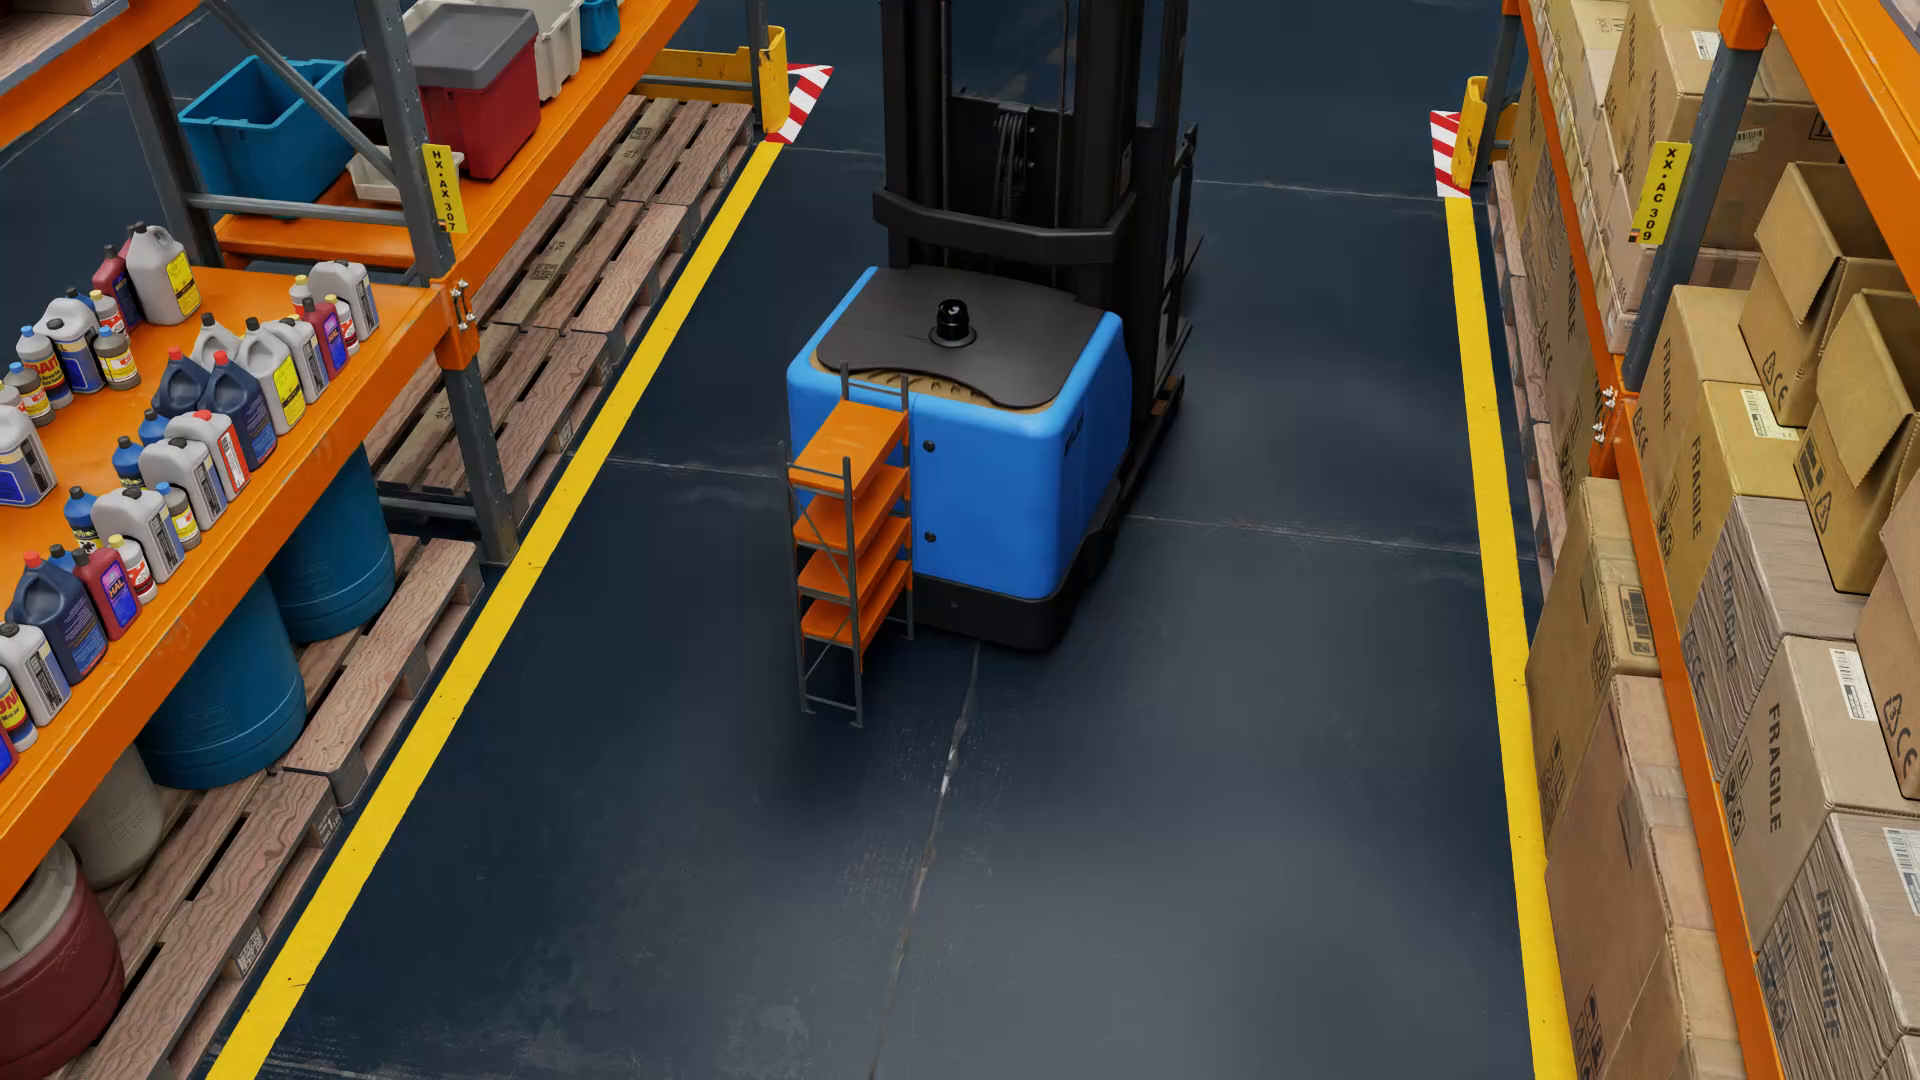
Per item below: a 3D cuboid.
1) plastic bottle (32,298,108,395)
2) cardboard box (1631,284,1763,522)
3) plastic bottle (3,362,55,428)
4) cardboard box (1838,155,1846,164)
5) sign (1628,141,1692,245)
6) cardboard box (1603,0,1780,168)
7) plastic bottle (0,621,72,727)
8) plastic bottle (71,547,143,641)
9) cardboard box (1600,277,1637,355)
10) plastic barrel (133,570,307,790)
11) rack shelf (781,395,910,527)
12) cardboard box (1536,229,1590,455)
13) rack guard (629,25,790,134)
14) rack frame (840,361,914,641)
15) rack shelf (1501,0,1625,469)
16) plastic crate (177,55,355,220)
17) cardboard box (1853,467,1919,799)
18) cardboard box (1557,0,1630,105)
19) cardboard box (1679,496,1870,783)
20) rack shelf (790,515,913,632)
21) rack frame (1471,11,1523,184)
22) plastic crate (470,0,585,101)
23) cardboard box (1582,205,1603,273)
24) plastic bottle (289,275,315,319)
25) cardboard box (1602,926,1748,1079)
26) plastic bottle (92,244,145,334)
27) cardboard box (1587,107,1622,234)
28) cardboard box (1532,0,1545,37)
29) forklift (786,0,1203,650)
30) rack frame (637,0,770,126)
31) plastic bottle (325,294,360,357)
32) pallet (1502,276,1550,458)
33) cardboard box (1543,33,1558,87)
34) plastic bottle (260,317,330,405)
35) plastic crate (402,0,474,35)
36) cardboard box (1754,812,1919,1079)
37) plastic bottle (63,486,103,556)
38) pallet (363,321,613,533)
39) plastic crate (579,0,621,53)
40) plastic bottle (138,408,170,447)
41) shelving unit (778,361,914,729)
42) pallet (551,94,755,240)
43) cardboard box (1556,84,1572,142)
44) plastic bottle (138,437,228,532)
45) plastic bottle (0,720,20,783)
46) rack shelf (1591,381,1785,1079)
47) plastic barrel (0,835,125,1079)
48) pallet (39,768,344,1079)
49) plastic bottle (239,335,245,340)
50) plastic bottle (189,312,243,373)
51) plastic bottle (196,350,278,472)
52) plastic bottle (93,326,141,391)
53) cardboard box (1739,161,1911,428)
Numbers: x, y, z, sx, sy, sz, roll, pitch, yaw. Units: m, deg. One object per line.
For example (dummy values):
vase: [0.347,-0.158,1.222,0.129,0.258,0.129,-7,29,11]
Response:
plastic bottle: [-2.796,-0.612,5.233,0.152,0.276,0.135,6,40,8]
cardboard box: [2.275,-0.369,4.764,0.500,0.500,0.500,7,40,8]
plastic bottle: [-2.860,-0.452,5.099,0.097,0.201,0.097,0,40,0]
cardboard box: [2.935,-1.210,5.155,0.500,0.500,0.500,6,40,8]
sign: [2.054,-1.016,4.883,0.100,0.325,0.005,6,40,8]
cardboard box: [2.508,-1.569,5.590,0.500,0.500,0.500,7,40,8]
plastic bottle: [-2.337,0.314,4.113,0.152,0.276,0.135,6,40,8]
plastic bottle: [-2.236,0.116,4.347,0.061,0.283,0.133,6,40,8]
cardboard box: [2.331,-0.722,5.466,0.380,0.149,0.250,7,40,8]
plastic barrel: [-2.511,0.293,5.358,0.600,0.901,0.708,6,40,8]
rack shelf: [-0.372,-0.268,5.515,0.258,0.148,0.480,13,41,16]
cardboard box: [2.949,-0.905,6.828,0.875,0.875,0.875,6,40,8]
rack guard: [-1.594,-2.701,9.625,1.175,0.500,0.348,6,40,8]
rack frame: [-0.288,-0.111,5.942,0.240,1.200,0.015,13,41,16]
rack shelf: [2.947,-1.569,6.859,1.077,0.370,4.000,6,40,8]
plastic crate: [-2.533,-1.485,6.158,0.392,0.384,0.575,6,40,8]
cardboard box: [2.276,0.206,3.281,0.797,0.503,0.637,8,40,9]
cardboard box: [2.685,-1.917,6.599,0.500,0.250,0.500,6,40,7]
cardboard box: [2.102,0.261,4.002,0.500,0.500,0.500,6,40,7]
rack shelf: [-0.372,0.087,5.809,0.258,0.148,0.480,13,41,16]
rack frame: [3.293,-3.102,8.148,1.000,3.000,0.127,6,40,8]
plastic crate: [-1.832,-2.053,6.925,0.437,0.282,0.530,6,40,8]
cardboard box: [2.420,-1.045,5.857,0.380,0.149,0.250,6,40,7]
plastic bottle: [-2.154,-0.780,5.495,0.097,0.201,0.097,0,40,0]
cardboard box: [2.210,1.587,3.815,1.225,0.875,0.875,7,40,8]
plastic bottle: [-2.784,-0.826,5.486,0.061,0.283,0.133,6,40,8]
cardboard box: [2.506,-1.279,5.828,0.500,0.250,0.500,8,40,9]
cardboard box: [2.775,-2.333,7.415,0.380,0.149,0.250,6,40,7]
forklift: [0.363,-1.668,6.467,1.130,2.935,3.031,13,41,16]
rack frame: [-1.585,-3.648,8.808,1.000,3.000,0.127,6,40,8]
plastic bottle: [-2.021,-0.702,5.401,0.097,0.201,0.097,0,40,0]
pallet: [3.018,-0.753,7.495,1.003,0.211,1.213,6,40,8]
cardboard box: [2.686,-2.011,7.026,0.380,0.149,0.250,6,40,7]
plastic bottle: [-2.091,-0.577,5.192,0.152,0.276,0.135,6,40,8]
plastic crate: [-2.272,-2.185,7.199,0.293,0.136,0.466,6,40,8]
cardboard box: [1.928,0.905,3.223,0.500,0.500,0.500,5,40,6]
plastic bottle: [-2.367,-0.031,4.535,0.097,0.271,0.097,0,40,0]
pallet: [-2.189,-0.529,7.224,1.003,0.211,1.213,6,40,8]
plastic crate: [-1.688,-2.289,7.249,0.416,0.233,0.300,6,40,8]
plastic bottle: [-2.304,-0.261,4.813,0.097,0.271,0.097,0,40,0]
shelving unit: [-0.372,0.035,5.766,0.258,1.200,0.503,13,41,16]
pallet: [-1.766,-2.060,9.076,1.003,0.211,1.213,6,40,8]
cardboard box: [2.598,-1.688,6.635,0.380,0.149,0.250,7,40,8]
plastic bottle: [-2.201,-0.177,4.707,0.152,0.276,0.135,6,40,8]
plastic bottle: [-2.332,0.462,3.929,0.061,0.283,0.133,6,40,8]
rack shelf: [2.254,0.941,3.822,1.077,0.370,4.000,6,40,8]
plastic barrel: [-2.707,1.123,4.601,0.600,0.588,0.708,6,40,8]
pallet: [-2.661,1.185,5.151,1.003,0.211,1.213,6,40,8]
plastic bottle: [-2.217,-0.551,5.218,0.097,0.201,0.097,0,40,0]
plastic bottle: [-2.256,-0.521,5.065,0.144,0.351,0.185,6,40,8]
plastic bottle: [-2.146,-0.390,4.906,0.144,0.351,0.185,6,40,8]
plastic bottle: [-2.670,-0.581,5.254,0.097,0.201,0.097,0,40,0]
cardboard box: [2.498,-0.615,4.274,0.797,0.503,0.637,5,40,7]
